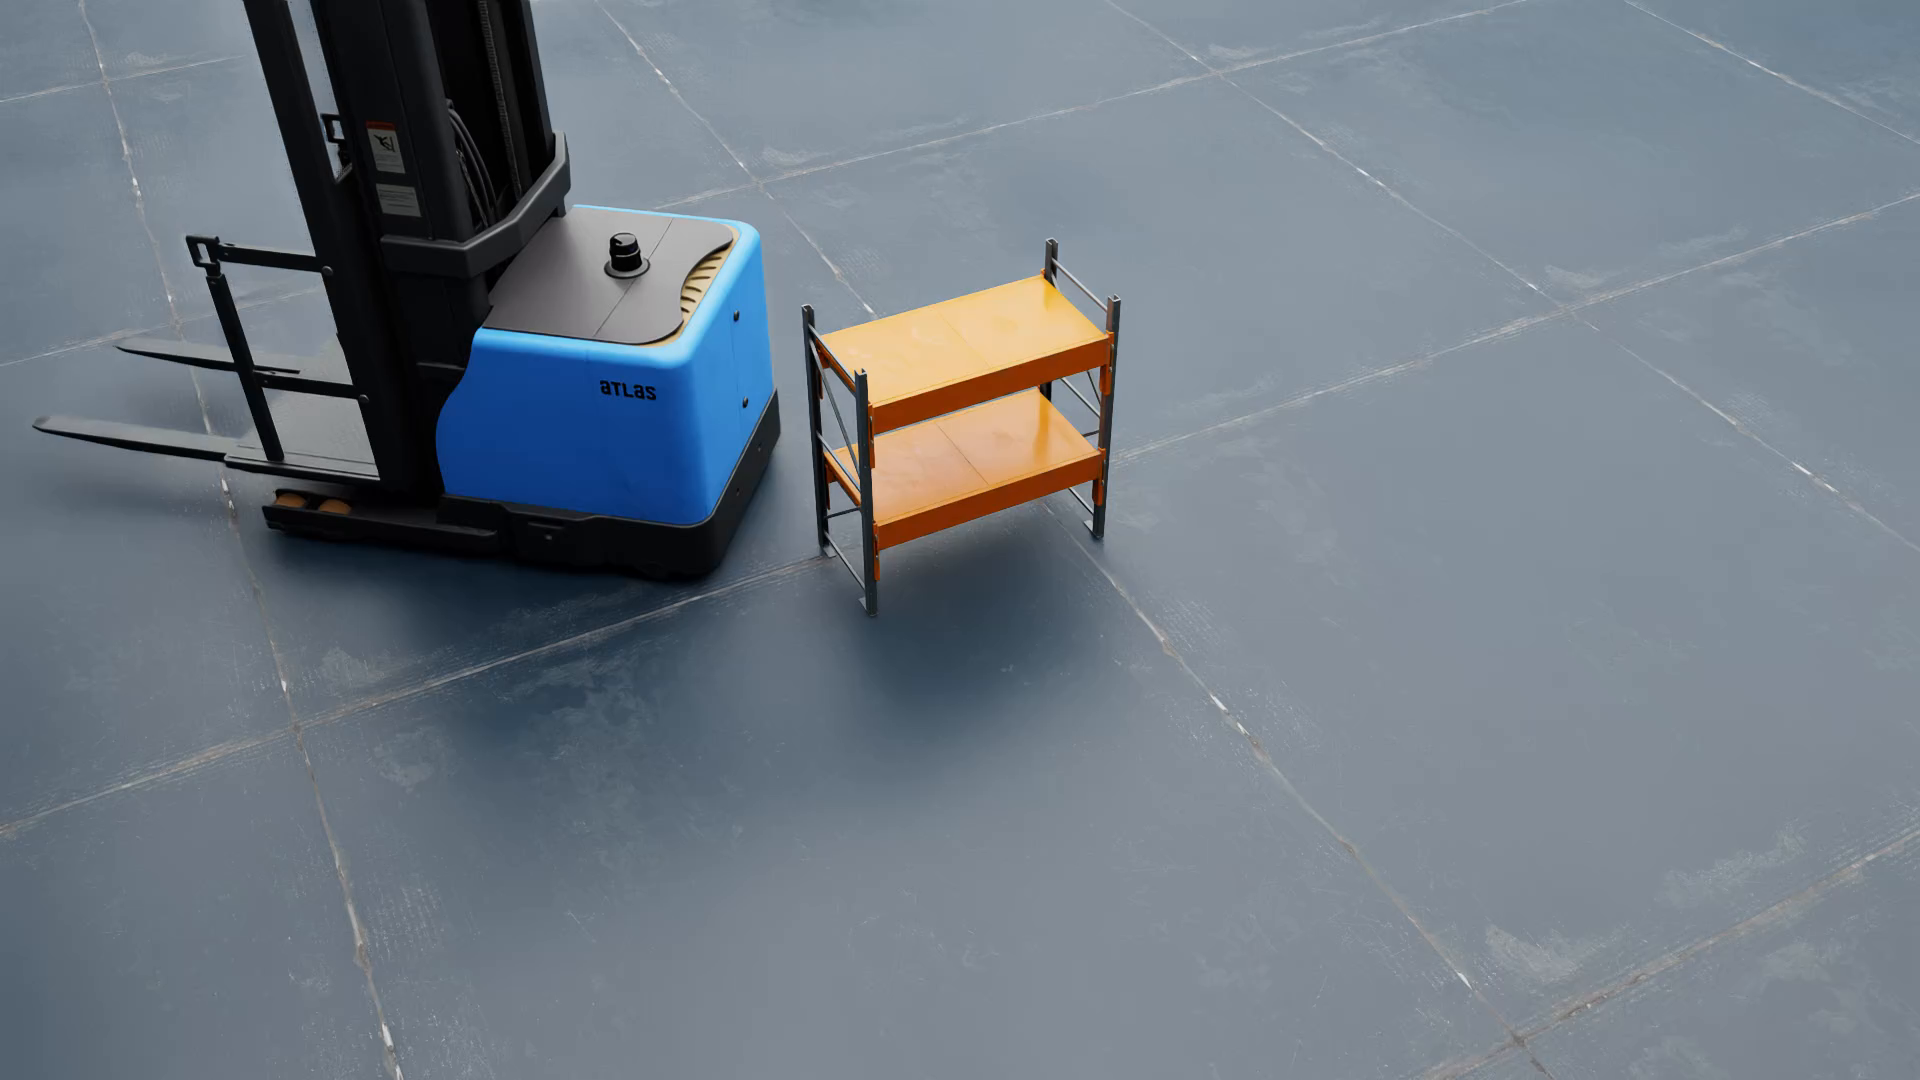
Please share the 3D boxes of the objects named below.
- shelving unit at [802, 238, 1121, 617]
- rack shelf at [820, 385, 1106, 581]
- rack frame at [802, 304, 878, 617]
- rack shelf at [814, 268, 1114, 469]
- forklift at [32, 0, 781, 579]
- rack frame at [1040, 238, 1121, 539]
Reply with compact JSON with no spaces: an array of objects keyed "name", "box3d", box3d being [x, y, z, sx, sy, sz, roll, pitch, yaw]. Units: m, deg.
[{"name":"shelving unit","box3d":[0.006,-0.431,6.389,1.048,1.125,0.538,-19,44,-21]},{"name":"rack shelf","box3d":[0.006,-0.245,6.547,1.000,0.278,0.538,-19,44,-21]},{"name":"rack frame","box3d":[-0.445,-0.280,6.210,0.032,1.125,0.500,-19,44,-21]},{"name":"rack shelf","box3d":[0.006,-0.655,6.200,1.000,0.278,0.538,-19,44,-21]},{"name":"forklift","box3d":[-2.344,-1.443,6.186,3.031,2.935,1.130,8,41,9]},{"name":"rack frame","box3d":[0.457,-0.583,6.568,0.032,1.125,0.500,-19,44,-21]}]
